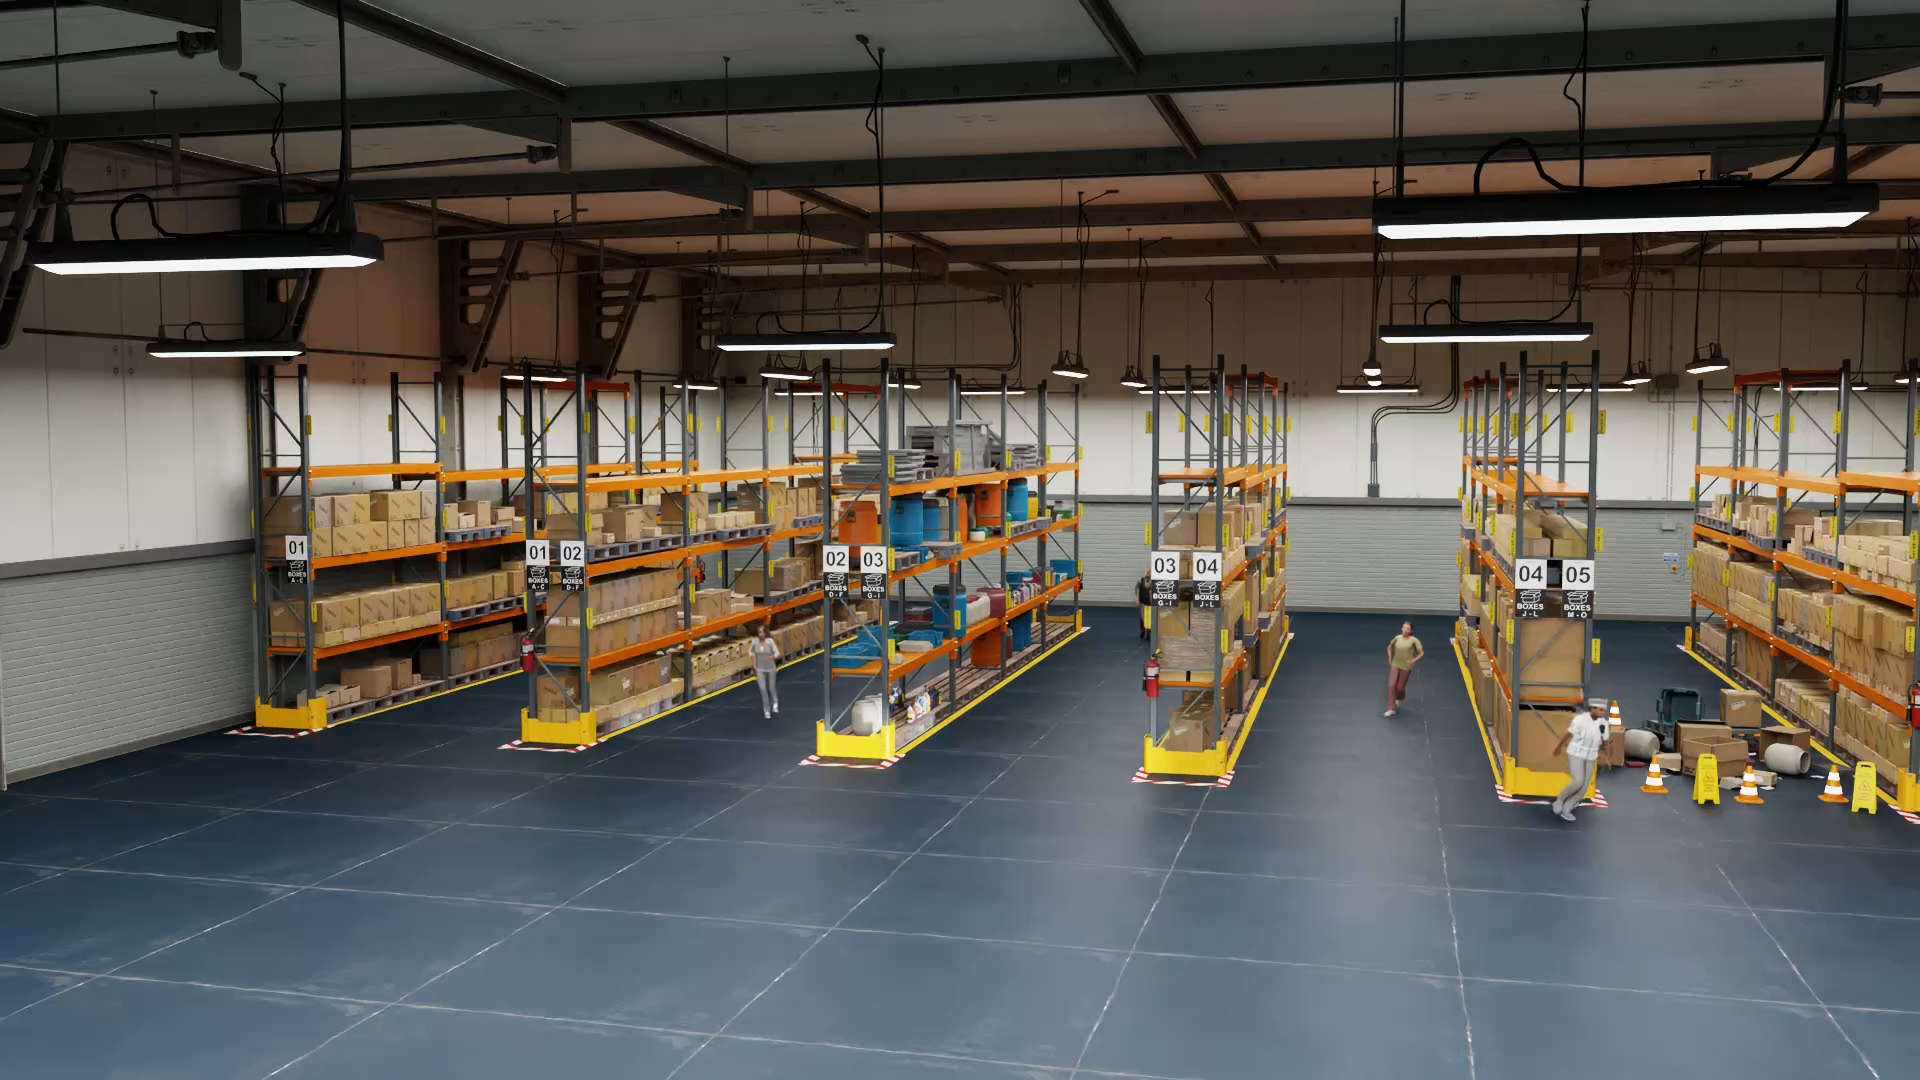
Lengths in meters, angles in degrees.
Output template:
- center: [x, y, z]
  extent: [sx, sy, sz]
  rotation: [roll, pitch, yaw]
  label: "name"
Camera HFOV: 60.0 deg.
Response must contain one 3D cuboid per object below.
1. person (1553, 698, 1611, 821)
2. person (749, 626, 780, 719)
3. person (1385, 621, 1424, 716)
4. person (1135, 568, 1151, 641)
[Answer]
- center: [7.864, 2.758, 20.988]
  extent: [0.605, 1.586, 0.693]
  rotation: [-1, 4, -12]
  label: "person"
- center: [-3.347, 2.232, 28.448]
  extent: [0.531, 1.562, 0.838]
  rotation: [0, 4, -5]
  label: "person"
- center: [7.706, 2.210, 28.802]
  extent: [0.630, 1.631, 0.795]
  rotation: [2, 4, 28]
  label: "person"
- center: [4.365, 1.494, 38.577]
  extent: [0.657, 1.709, 0.670]
  rotation: [1, 4, 9]
  label: "person"
